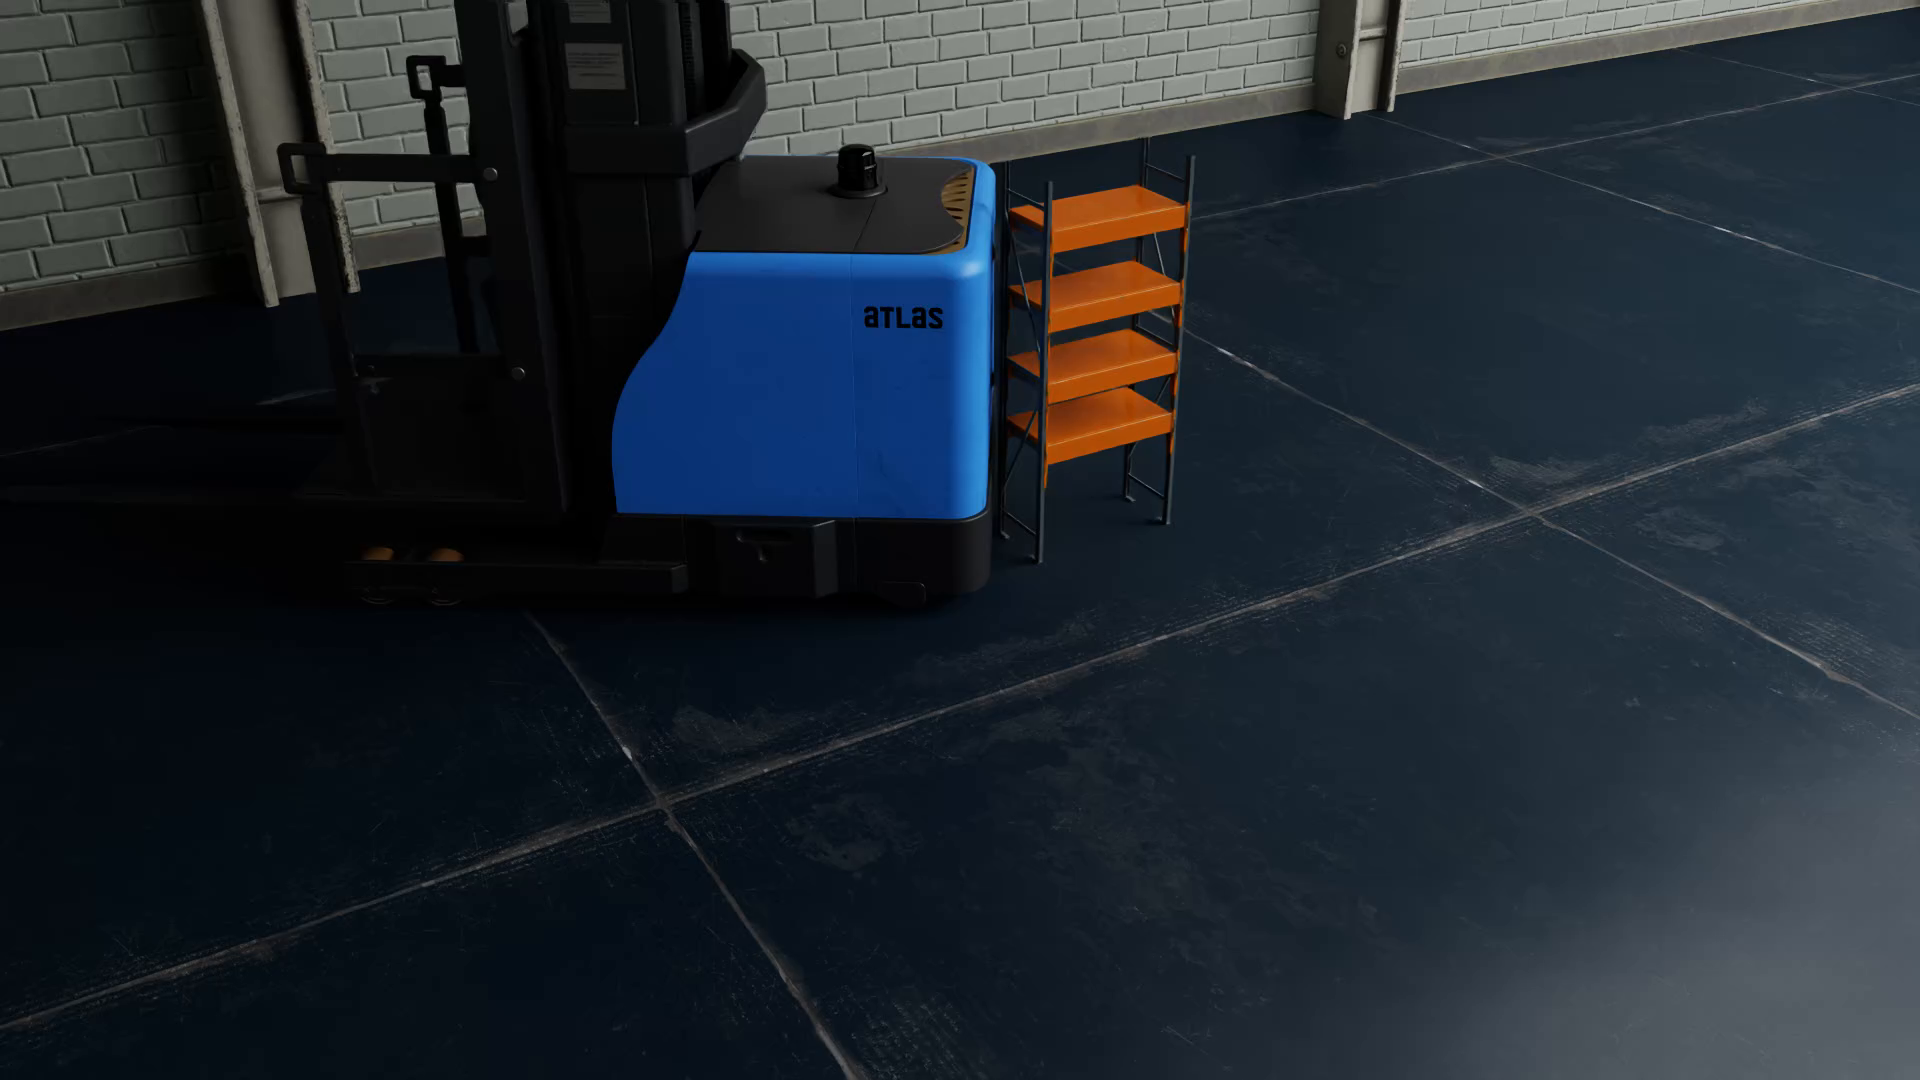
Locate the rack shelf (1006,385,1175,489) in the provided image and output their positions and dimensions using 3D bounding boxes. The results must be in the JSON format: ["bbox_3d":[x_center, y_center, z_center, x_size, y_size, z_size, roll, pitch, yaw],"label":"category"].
[{"bbox_3d":[0.396,-0.329,5.154,0.480,0.148,0.258,-16,33,-27],"label":"rack shelf"}]

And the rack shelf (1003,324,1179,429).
[{"bbox_3d":[0.396,-0.503,5.058,0.480,0.148,0.258,-16,33,-27],"label":"rack shelf"}]

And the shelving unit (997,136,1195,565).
[{"bbox_3d":[0.396,-0.562,5.026,0.503,1.200,0.258,-16,33,-27],"label":"shelving unit"}]

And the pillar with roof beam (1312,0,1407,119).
[{"bbox_3d":[4.510,-4.710,4.470,0.400,9.000,9.100,-16,33,-26],"label":"pillar with roof beam"}]

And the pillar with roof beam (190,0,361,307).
[{"bbox_3d":[-0.663,-3.241,1.809,0.400,9.000,9.100,-16,33,-26],"label":"pillar with roof beam"}]

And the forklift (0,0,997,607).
[{"bbox_3d":[-1.409,-1.343,4.650,3.031,2.935,1.130,1,29,2],"label":"forklift"}]

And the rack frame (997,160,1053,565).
[{"bbox_3d":[0.186,-0.501,4.916,0.015,1.200,0.240,-16,33,-27],"label":"rack frame"}]

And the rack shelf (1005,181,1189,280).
[{"bbox_3d":[0.396,-0.906,4.836,0.480,0.148,0.258,-16,33,-27],"label":"rack shelf"}]

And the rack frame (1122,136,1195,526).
[{"bbox_3d":[0.605,-0.622,5.135,0.015,1.200,0.240,-16,33,-27],"label":"rack frame"}]

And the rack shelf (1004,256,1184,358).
[{"bbox_3d":[0.396,-0.698,4.950,0.480,0.148,0.258,-16,33,-27],"label":"rack shelf"}]
